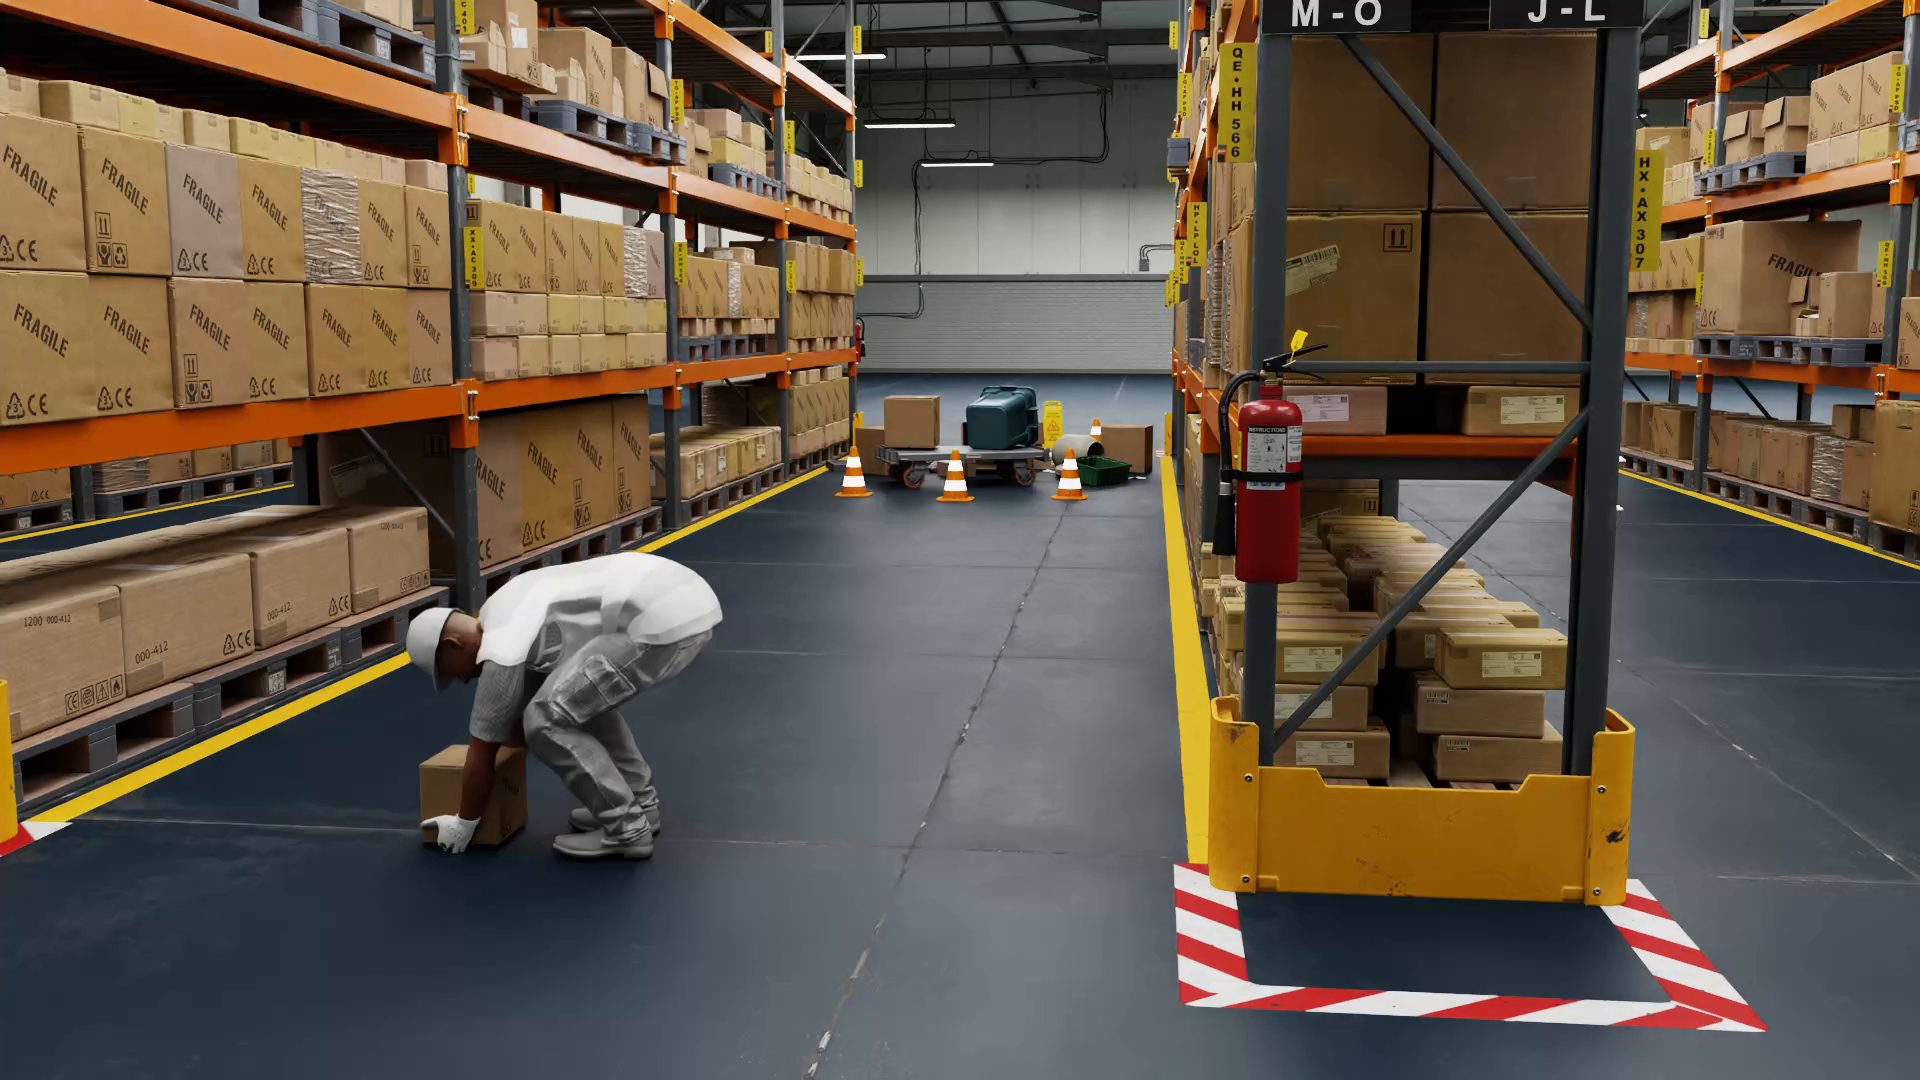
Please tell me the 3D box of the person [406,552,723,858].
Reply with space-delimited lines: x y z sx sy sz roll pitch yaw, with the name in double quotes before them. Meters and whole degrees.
"person" -1.243 0.504 5.211 0.985 0.925 0.521 0 8 4
